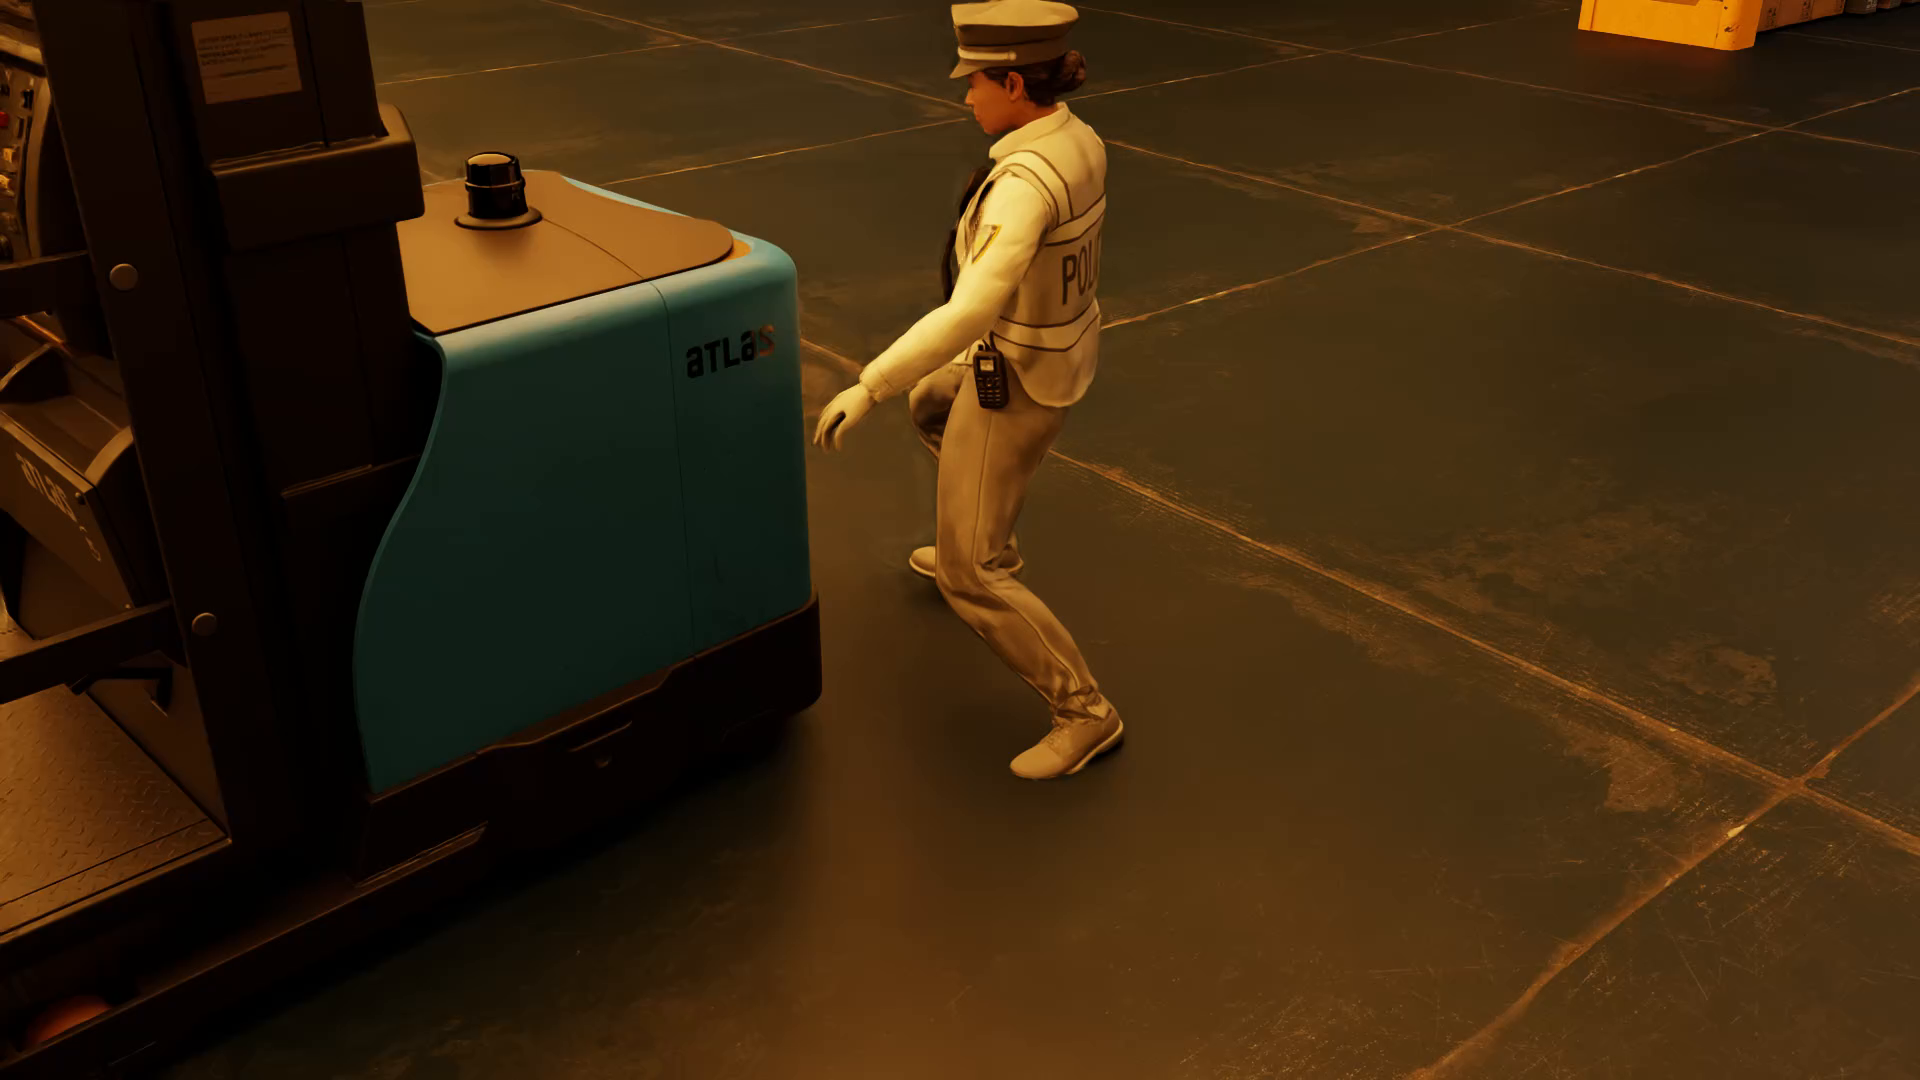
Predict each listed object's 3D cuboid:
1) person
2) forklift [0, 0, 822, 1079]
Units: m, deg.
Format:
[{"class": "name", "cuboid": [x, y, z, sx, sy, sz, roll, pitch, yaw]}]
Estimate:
[{"class": "person", "cuboid": [0.092, -0.349, 3.536, 0.688, 1.544, 0.881, 9, 28, 17]}, {"class": "forklift", "cuboid": [-1.704, -0.608, 2.428, 3.031, 2.935, 1.130, -24, 35, -39]}]
